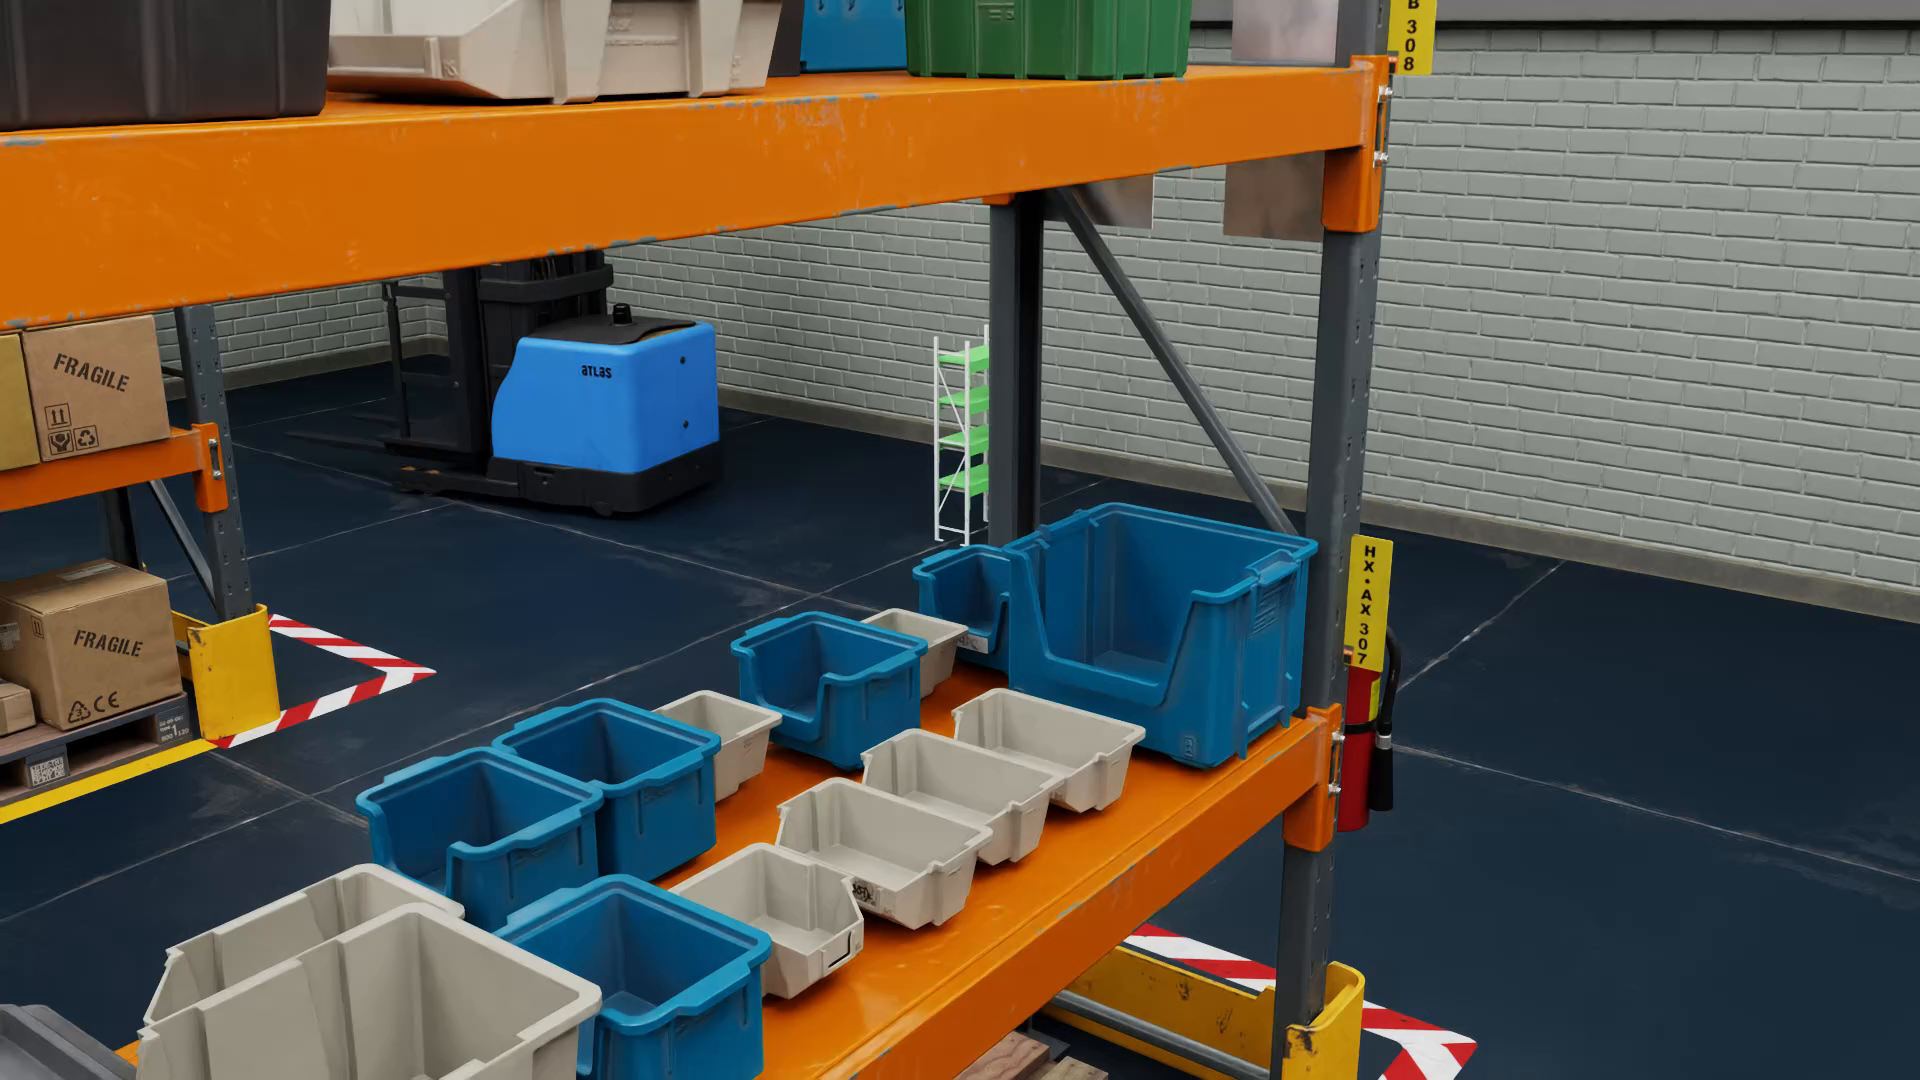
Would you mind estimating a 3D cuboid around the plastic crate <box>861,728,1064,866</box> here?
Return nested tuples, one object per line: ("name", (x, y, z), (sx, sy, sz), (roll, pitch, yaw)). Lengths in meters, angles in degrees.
("plastic crate", (-0.014, 0.524, 3.341), (0.396, 0.136, 0.243), (12, 21, 35))

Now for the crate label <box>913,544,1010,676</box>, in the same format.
("crate label", (0.099, 0.186, 4.267), (0.416, 0.233, 0.303), (12, 21, 35))

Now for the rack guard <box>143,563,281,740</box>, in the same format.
("rack guard", (-3.510, 0.470, 7.387), (1.175, 0.500, 0.348), (12, 21, 35))

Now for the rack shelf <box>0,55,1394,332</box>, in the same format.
("rack shelf", (-0.681, -0.478, 2.381), (1.077, 0.370, 4.000), (12, 21, 35))

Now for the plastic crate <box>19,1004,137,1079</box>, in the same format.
("plastic crate", (-1.421, 0.876, 2.228), (0.437, 0.125, 0.590), (12, 21, 35))

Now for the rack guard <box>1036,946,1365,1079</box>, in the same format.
("rack guard", (0.515, 1.320, 4.650), (1.175, 0.500, 0.348), (12, 21, 35))

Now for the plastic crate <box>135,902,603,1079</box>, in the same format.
("plastic crate", (-0.815, 0.784, 2.260), (0.437, 0.282, 0.530), (12, 21, 35))

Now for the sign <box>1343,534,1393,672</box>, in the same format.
("sign", (0.962, 0.150, 3.928), (0.100, 0.325, 0.005), (12, 21, 35))

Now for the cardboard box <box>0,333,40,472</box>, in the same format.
("cardboard box", (-3.819, -0.511, 6.161), (0.500, 0.500, 0.500), (13, 21, 35))

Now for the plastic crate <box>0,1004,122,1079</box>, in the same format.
("plastic crate", (-1.139, 0.860, 1.709), (0.402, 0.464, 0.583), (12, 21, 35))

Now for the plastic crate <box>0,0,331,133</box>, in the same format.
("plastic crate", (-0.912, -0.530, 1.556), (0.497, 0.269, 0.590), (12, 21, 35))

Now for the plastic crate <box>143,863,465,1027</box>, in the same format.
("plastic crate", (-1.076, 0.717, 2.722), (0.293, 0.136, 0.466), (12, 21, 35))

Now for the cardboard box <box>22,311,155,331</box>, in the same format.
("cardboard box", (-3.509, -1.112, 6.414), (0.500, 0.500, 0.500), (12, 21, 34))

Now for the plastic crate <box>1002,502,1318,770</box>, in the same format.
("plastic crate", (0.461, 0.202, 3.876), (0.616, 0.435, 0.499), (12, 21, 35))

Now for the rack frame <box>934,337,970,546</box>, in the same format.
("rack frame", (-0.047, -0.554, 9.506), (0.240, 1.200, 0.015), (12, 21, 35))

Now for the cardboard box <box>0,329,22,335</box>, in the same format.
("cardboard box", (-3.810, -0.992, 6.026), (0.500, 0.500, 0.500), (13, 22, 36))

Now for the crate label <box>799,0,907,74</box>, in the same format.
("crate label", (-0.298, -1.064, 3.306), (0.408, 0.251, 0.502), (12, 21, 35))

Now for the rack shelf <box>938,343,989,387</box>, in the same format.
("rack shelf", (0.099, -1.010, 9.569), (0.258, 0.148, 0.480), (12, 21, 35))

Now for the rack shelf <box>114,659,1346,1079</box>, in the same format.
("rack shelf", (-0.681, 0.954, 2.826), (1.077, 0.370, 4.000), (12, 21, 35))

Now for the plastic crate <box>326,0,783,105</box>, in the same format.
("plastic crate", (-0.521, -0.636, 2.121), (0.437, 0.136, 0.530), (12, 21, 35))

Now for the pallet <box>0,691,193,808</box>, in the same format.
("pallet", (-3.984, 0.798, 6.818), (1.003, 0.211, 1.213), (12, 21, 35))

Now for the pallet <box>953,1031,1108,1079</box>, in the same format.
("pallet", (-0.012, 1.656, 4.056), (1.003, 0.211, 1.213), (12, 21, 35))

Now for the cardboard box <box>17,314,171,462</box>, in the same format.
("cardboard box", (-3.513, -0.635, 6.561), (0.500, 0.500, 0.500), (13, 22, 36))

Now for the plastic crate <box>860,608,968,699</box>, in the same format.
("plastic crate", (-0.158, 0.294, 4.082), (0.250, 0.136, 0.298), (12, 21, 35))

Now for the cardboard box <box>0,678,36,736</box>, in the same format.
("cardboard box", (-3.905, 0.655, 6.613), (0.380, 0.166, 0.250), (12, 21, 35))

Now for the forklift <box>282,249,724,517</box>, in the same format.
("forklift", (-3.105, -1.816, 10.649), (3.031, 2.935, 1.130), (8, 19, 23))

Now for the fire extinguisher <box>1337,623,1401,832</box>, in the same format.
("fire extinguisher", (0.966, 0.394, 4.177), (0.296, 0.674, 0.183), (12, 21, 35))

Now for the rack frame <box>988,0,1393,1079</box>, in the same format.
("rack frame", (0.511, 0.134, 4.253), (1.000, 3.000, 0.127), (12, 21, 35))

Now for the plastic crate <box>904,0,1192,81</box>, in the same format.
("plastic crate", (0.153, -0.912, 2.921), (0.450, 0.188, 0.336), (12, 21, 35))

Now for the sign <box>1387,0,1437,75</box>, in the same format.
("sign", (0.962, -1.155, 3.523), (0.100, 0.325, 0.005), (12, 21, 35))

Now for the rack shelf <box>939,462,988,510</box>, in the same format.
("rack shelf", (0.099, -0.322, 9.783), (0.258, 0.148, 0.480), (12, 21, 35))

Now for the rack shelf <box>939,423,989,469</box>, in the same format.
("rack shelf", (0.099, -0.551, 9.712), (0.258, 0.148, 0.480), (12, 21, 35))

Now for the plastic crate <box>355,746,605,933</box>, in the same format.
("plastic crate", (-0.864, 0.571, 3.027), (0.416, 0.233, 0.300), (12, 21, 35))

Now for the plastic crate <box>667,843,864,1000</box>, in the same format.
("plastic crate", (-0.322, 0.669, 2.876), (0.298, 0.136, 0.250), (12, 21, 35))

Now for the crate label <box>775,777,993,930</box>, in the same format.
("crate label", (-0.160, 0.595, 3.113), (0.396, 0.136, 0.243), (12, 21, 35))

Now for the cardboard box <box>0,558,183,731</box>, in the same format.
("cardboard box", (-3.591, 0.415, 6.823), (0.500, 0.500, 0.500), (12, 21, 35))

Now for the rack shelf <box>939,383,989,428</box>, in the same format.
("rack shelf", (0.099, -0.781, 9.641), (0.258, 0.148, 0.480), (12, 21, 35))

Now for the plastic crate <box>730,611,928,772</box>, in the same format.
("plastic crate", (-0.293, 0.343, 3.762), (0.416, 0.233, 0.300), (12, 21, 35))

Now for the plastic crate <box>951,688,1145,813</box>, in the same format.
("plastic crate", (0.170, 0.458, 3.555), (0.396, 0.136, 0.243), (12, 21, 35))

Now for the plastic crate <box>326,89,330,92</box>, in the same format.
("plastic crate", (-1.057, -0.768, 2.302), (0.437, 0.282, 0.530), (12, 21, 35))

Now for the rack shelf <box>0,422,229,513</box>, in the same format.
("rack shelf", (-4.657, 0.078, 5.647), (1.077, 0.370, 4.000), (12, 21, 35))

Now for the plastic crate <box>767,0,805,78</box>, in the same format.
("plastic crate", (-0.620, -0.953, 2.802), (0.504, 0.338, 0.767), (12, 21, 35))

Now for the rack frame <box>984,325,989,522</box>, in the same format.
("rack frame", (0.244, -0.671, 9.880), (0.240, 1.200, 0.015), (12, 21, 35))

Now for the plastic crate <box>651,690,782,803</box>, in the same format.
("plastic crate", (-0.562, 0.456, 3.562), (0.250, 0.136, 0.298), (12, 21, 35))

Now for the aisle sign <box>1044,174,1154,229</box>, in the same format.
("aisle sign", (0.315, -1.177, 4.092), (0.394, 0.787, 0.004), (12, 21, 35))

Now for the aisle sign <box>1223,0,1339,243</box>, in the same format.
("aisle sign", (0.789, -1.072, 3.756), (0.394, 0.787, 0.004), (12, 21, 35))

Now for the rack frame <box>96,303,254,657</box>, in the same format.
("rack frame", (-3.465, -0.742, 7.075), (1.000, 3.000, 0.127), (12, 21, 35))

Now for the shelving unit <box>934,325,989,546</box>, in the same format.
("shelving unit", (0.099, -0.612, 9.693), (0.258, 1.200, 0.503), (12, 21, 35))

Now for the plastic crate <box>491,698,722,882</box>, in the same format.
("plastic crate", (-0.685, 0.500, 3.257), (0.416, 0.233, 0.300), (12, 21, 35))

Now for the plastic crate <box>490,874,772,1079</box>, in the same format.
("plastic crate", (-0.507, 0.720, 2.548), (0.416, 0.233, 0.300), (12, 21, 35))
